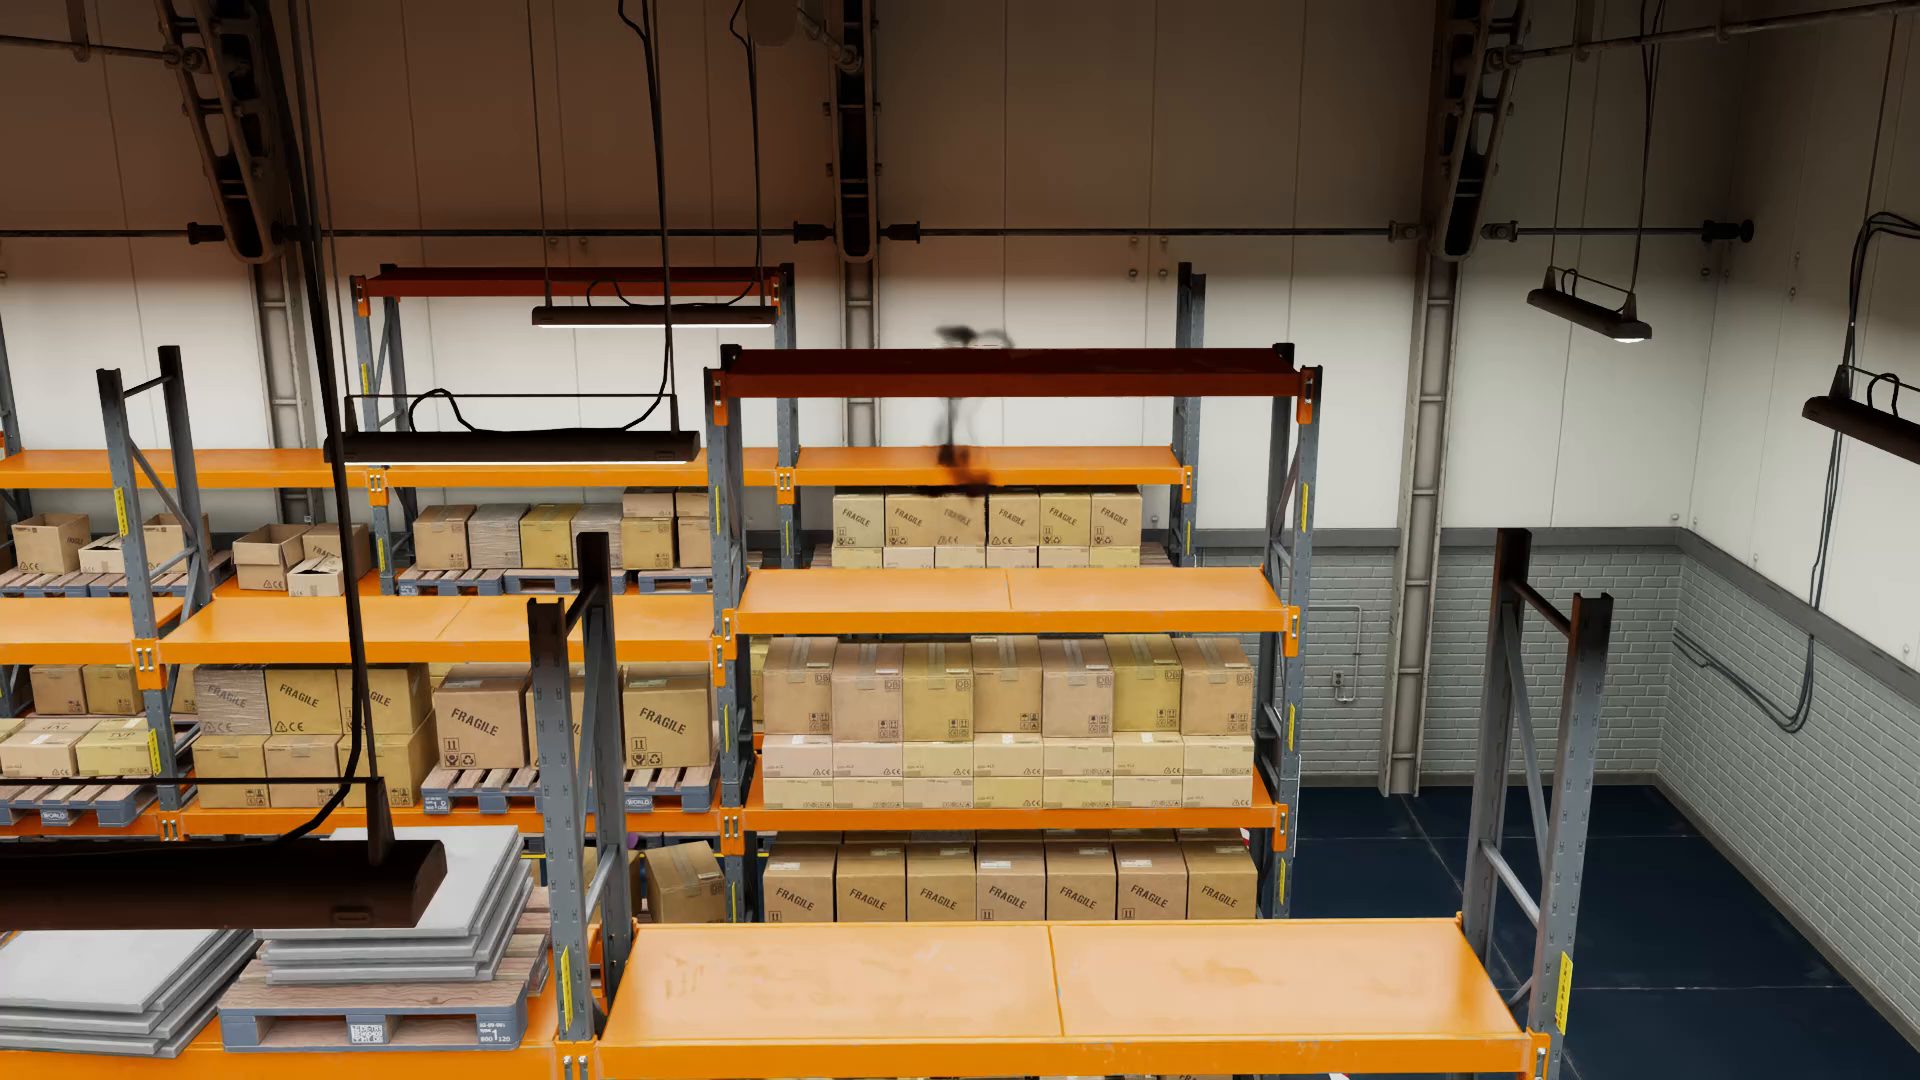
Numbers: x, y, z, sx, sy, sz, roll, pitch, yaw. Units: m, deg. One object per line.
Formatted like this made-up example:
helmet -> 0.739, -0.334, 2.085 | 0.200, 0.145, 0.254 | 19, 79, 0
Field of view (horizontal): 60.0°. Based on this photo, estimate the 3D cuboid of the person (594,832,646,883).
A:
person -> -3.169, 2.908, 15.893 | 0.666, 1.566, 0.566 | -2, 16, -6

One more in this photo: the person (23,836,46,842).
person -> -7.809, 3.263, 14.685 | 0.804, 1.503, 0.606 | -4, 17, -13
